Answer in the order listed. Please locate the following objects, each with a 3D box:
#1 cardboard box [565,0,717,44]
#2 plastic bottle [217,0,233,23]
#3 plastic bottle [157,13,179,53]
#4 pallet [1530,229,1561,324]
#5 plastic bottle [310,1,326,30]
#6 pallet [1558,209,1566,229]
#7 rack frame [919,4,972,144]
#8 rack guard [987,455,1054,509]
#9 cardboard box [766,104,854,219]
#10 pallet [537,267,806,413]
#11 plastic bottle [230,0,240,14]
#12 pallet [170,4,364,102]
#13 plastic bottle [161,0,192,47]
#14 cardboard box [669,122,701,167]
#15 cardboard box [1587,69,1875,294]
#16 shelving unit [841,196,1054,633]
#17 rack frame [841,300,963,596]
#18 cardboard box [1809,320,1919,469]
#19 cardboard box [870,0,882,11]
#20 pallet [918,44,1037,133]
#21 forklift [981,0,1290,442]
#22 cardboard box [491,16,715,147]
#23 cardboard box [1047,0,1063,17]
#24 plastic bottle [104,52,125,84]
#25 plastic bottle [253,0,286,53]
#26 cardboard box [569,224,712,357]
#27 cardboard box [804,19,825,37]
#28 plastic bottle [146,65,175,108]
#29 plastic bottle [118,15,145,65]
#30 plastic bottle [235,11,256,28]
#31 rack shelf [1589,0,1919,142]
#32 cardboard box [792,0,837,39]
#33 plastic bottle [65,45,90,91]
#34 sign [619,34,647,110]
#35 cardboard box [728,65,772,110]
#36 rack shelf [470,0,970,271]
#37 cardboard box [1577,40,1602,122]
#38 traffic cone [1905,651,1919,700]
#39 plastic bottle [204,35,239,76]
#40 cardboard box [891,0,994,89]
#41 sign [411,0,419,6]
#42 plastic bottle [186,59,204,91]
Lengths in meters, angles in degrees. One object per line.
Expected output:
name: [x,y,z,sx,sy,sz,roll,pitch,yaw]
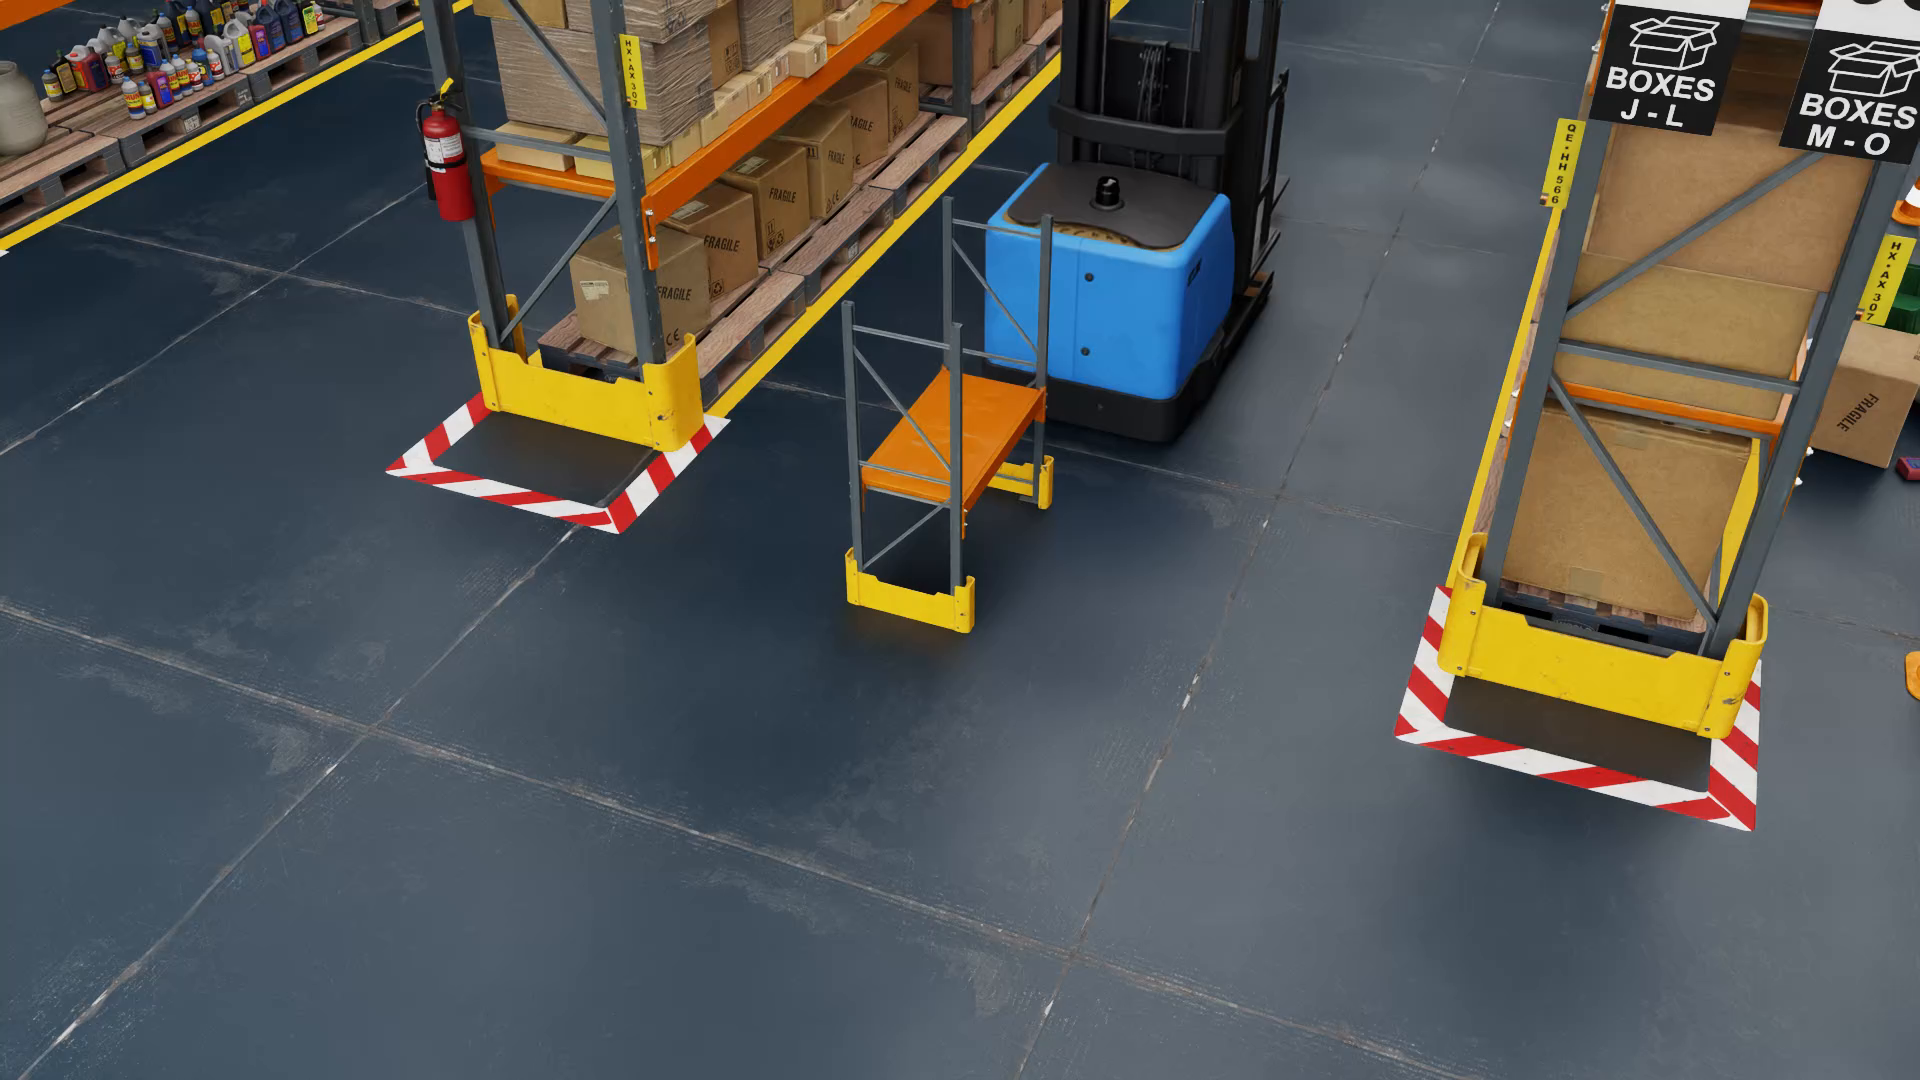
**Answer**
cardboard box: [-1.469,-2.619,7.581,0.500,0.500,0.500,14,39,18]
plastic bottle: [-5.514,-3.962,12.446,0.061,0.283,0.133,14,39,18]
plastic bottle: [-5.772,-3.696,12.101,0.097,0.271,0.097,0,37,0]
pallet: [3.779,-1.325,9.347,1.003,0.211,1.213,14,39,18]
plastic bottle: [-4.838,-3.943,12.489,0.097,0.201,0.097,0,37,0]
pallet: [4.364,-2.173,10.480,1.003,0.211,1.213,14,39,18]
rack frame: [-0.408,-4.031,10.638,1.000,3.000,0.127,14,39,18]
rack guard: [0.160,-0.334,7.988,0.587,0.250,0.087,14,39,18]
cardboard box: [-0.972,-2.305,10.066,0.500,0.500,0.500,11,38,14]
pallet: [-1.559,-1.183,9.157,1.003,0.211,1.213,14,39,18]
plastic bottle: [-5.554,-4.082,12.675,0.097,0.201,0.097,0,37,0]
pallet: [-5.283,-3.680,12.497,1.003,0.211,1.213,14,39,18]
plastic bottle: [-5.751,-3.818,12.197,0.144,0.351,0.185,12,38,16]
cardboard box: [-1.488,-1.953,8.068,0.380,0.149,0.250,14,39,18]
cardboard box: [2.795,-1.320,5.983,0.875,0.550,0.550,14,39,18]
shelving unit: [-0.029,-0.559,7.245,0.587,1.500,1.083,14,39,18]
rack frame: [-0.226,-0.272,6.861,0.500,1.500,0.032,14,39,18]
cardboard box: [4.499,-0.752,8.336,0.500,0.500,0.500,21,42,25]
cardboard box: [-0.682,-3.211,9.751,0.380,0.149,0.250,14,39,18]
pallet: [-0.113,-3.346,12.050,1.003,0.211,1.213,14,39,18]
forklift: [1.159,-2.540,8.700,1.130,2.935,3.031,15,39,19]
cardboard box: [-1.695,-2.274,7.955,0.875,0.500,0.500,14,39,18]
cardboard box: [0.469,-4.420,12.878,0.700,0.500,0.500,17,40,21]
plastic bottle: [-5.921,-3.309,11.641,0.097,0.201,0.097,0,37,0]
plastic bottle: [-5.040,-3.746,12.101,0.144,0.351,0.185,12,38,15]
cardboard box: [-1.677,-1.325,8.755,0.500,0.500,0.500,21,42,26]
cardboard box: [-0.968,-2.796,9.196,0.380,0.149,0.250,14,39,18]
plastic bottle: [-5.429,-3.087,11.276,0.061,0.283,0.133,14,39,18]
plastic bottle: [-5.913,-3.582,11.882,0.144,0.351,0.185,14,39,17]
plastic bottle: [-5.187,-3.736,12.150,0.152,0.276,0.135,14,39,18]
rack shelf: [3.379,-2.651,6.887,1.077,0.370,4.000,14,39,18]
cardboard box: [-1.185,-3.119,9.086,0.875,0.500,0.500,14,39,18]
plastic bottle: [-6.096,-3.280,11.540,0.152,0.276,0.135,14,39,18]
sign: [-1.428,-2.040,7.250,0.100,0.325,0.005,14,39,18]
cardboard box: [-1.202,-2.368,8.623,0.380,0.149,0.250,14,39,18]
rack shelf: [-1.169,-2.636,9.372,1.077,0.370,4.000,14,39,18]
cardboard box: [4.293,-2.477,10.086,1.050,0.750,0.750,14,39,18]
traffic cone: [4.134,0.415,6.808,0.336,0.463,0.334,14,39,18]
plastic bottle: [-5.228,-3.448,11.765,0.152,0.276,0.135,15,39,19]
cardboard box: [-0.155,-3.541,11.703,0.700,0.500,0.500,11,38,14]
sign: [-2.436,-2.544,7.417,0.100,0.325,0.005,14,39,18]
plastic bottle: [-5.326,-3.233,11.540,0.097,0.201,0.097,0,37,0]
